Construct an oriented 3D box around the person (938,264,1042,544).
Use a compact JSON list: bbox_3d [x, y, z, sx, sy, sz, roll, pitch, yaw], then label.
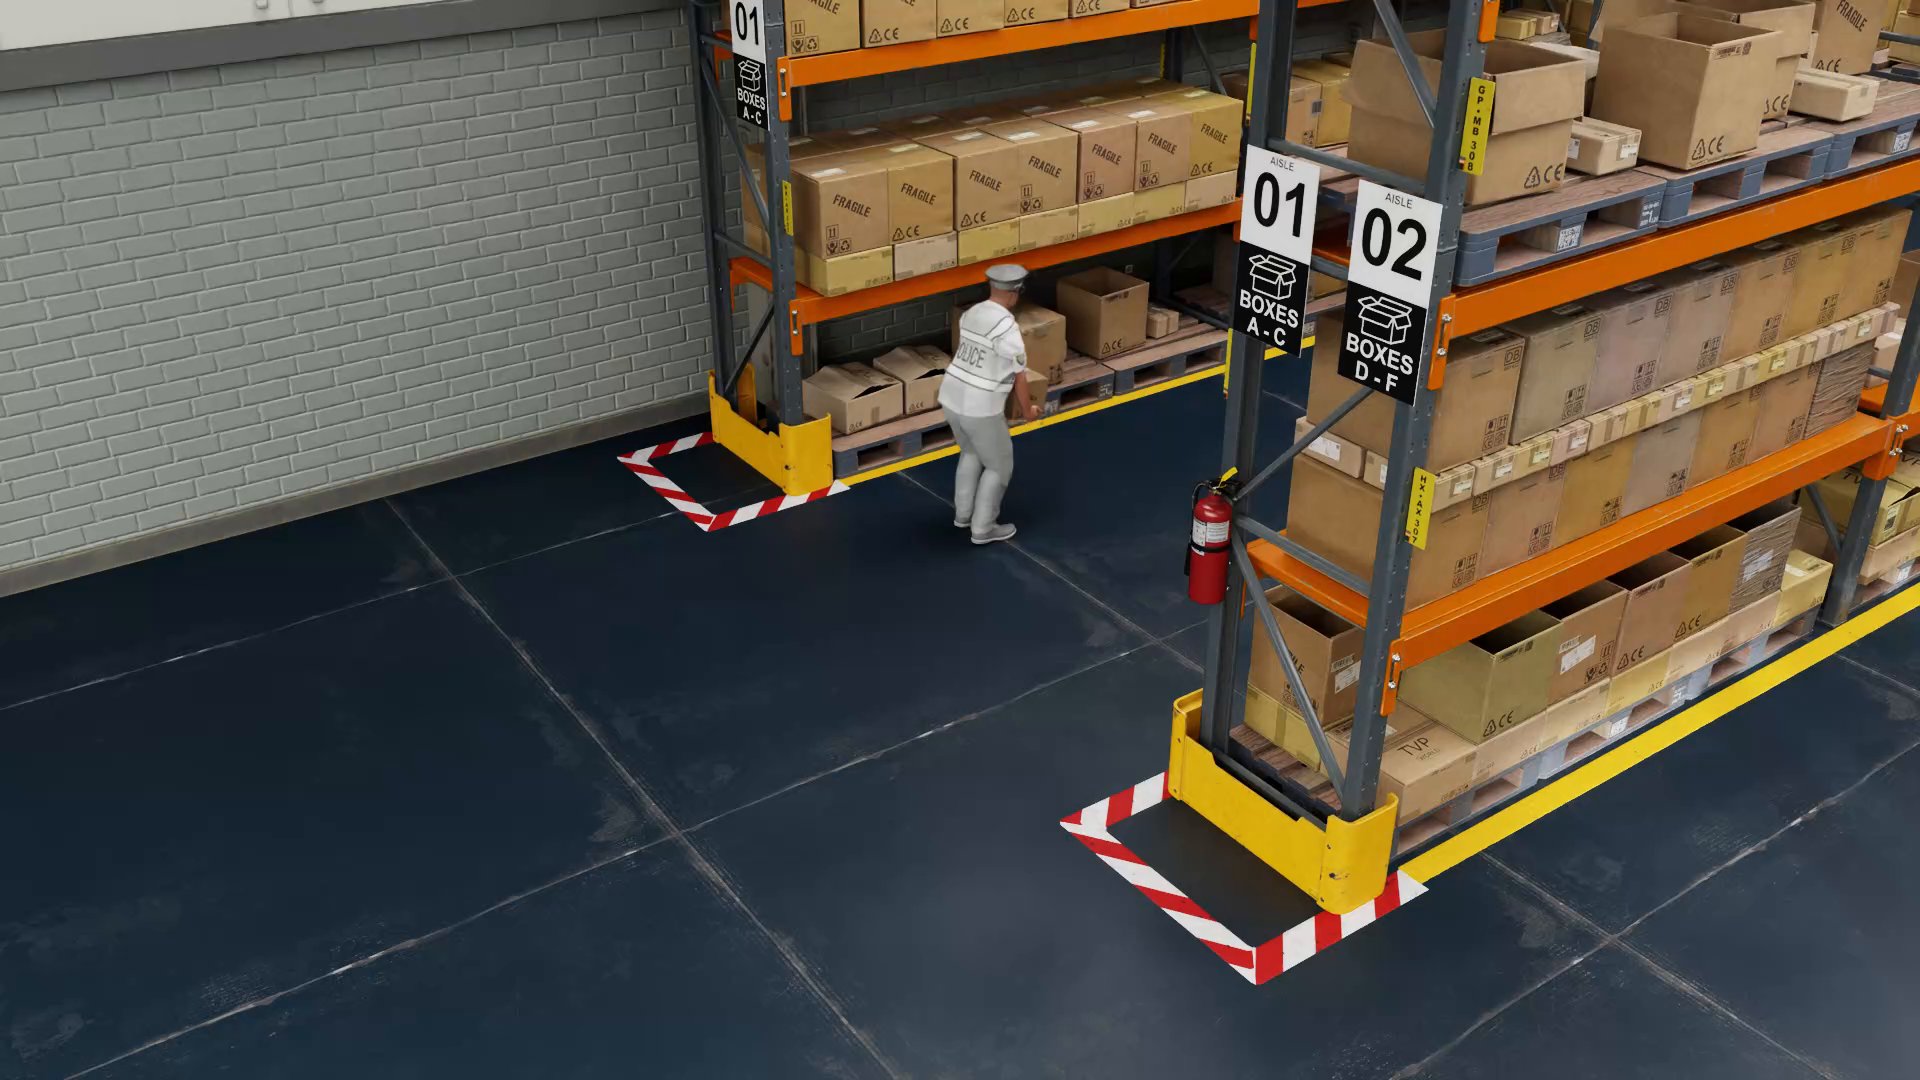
[{"bbox_3d":[0.171,-0.833,10.216,0.619,1.704,0.481,-19,34,-31],"label":"person"}]
